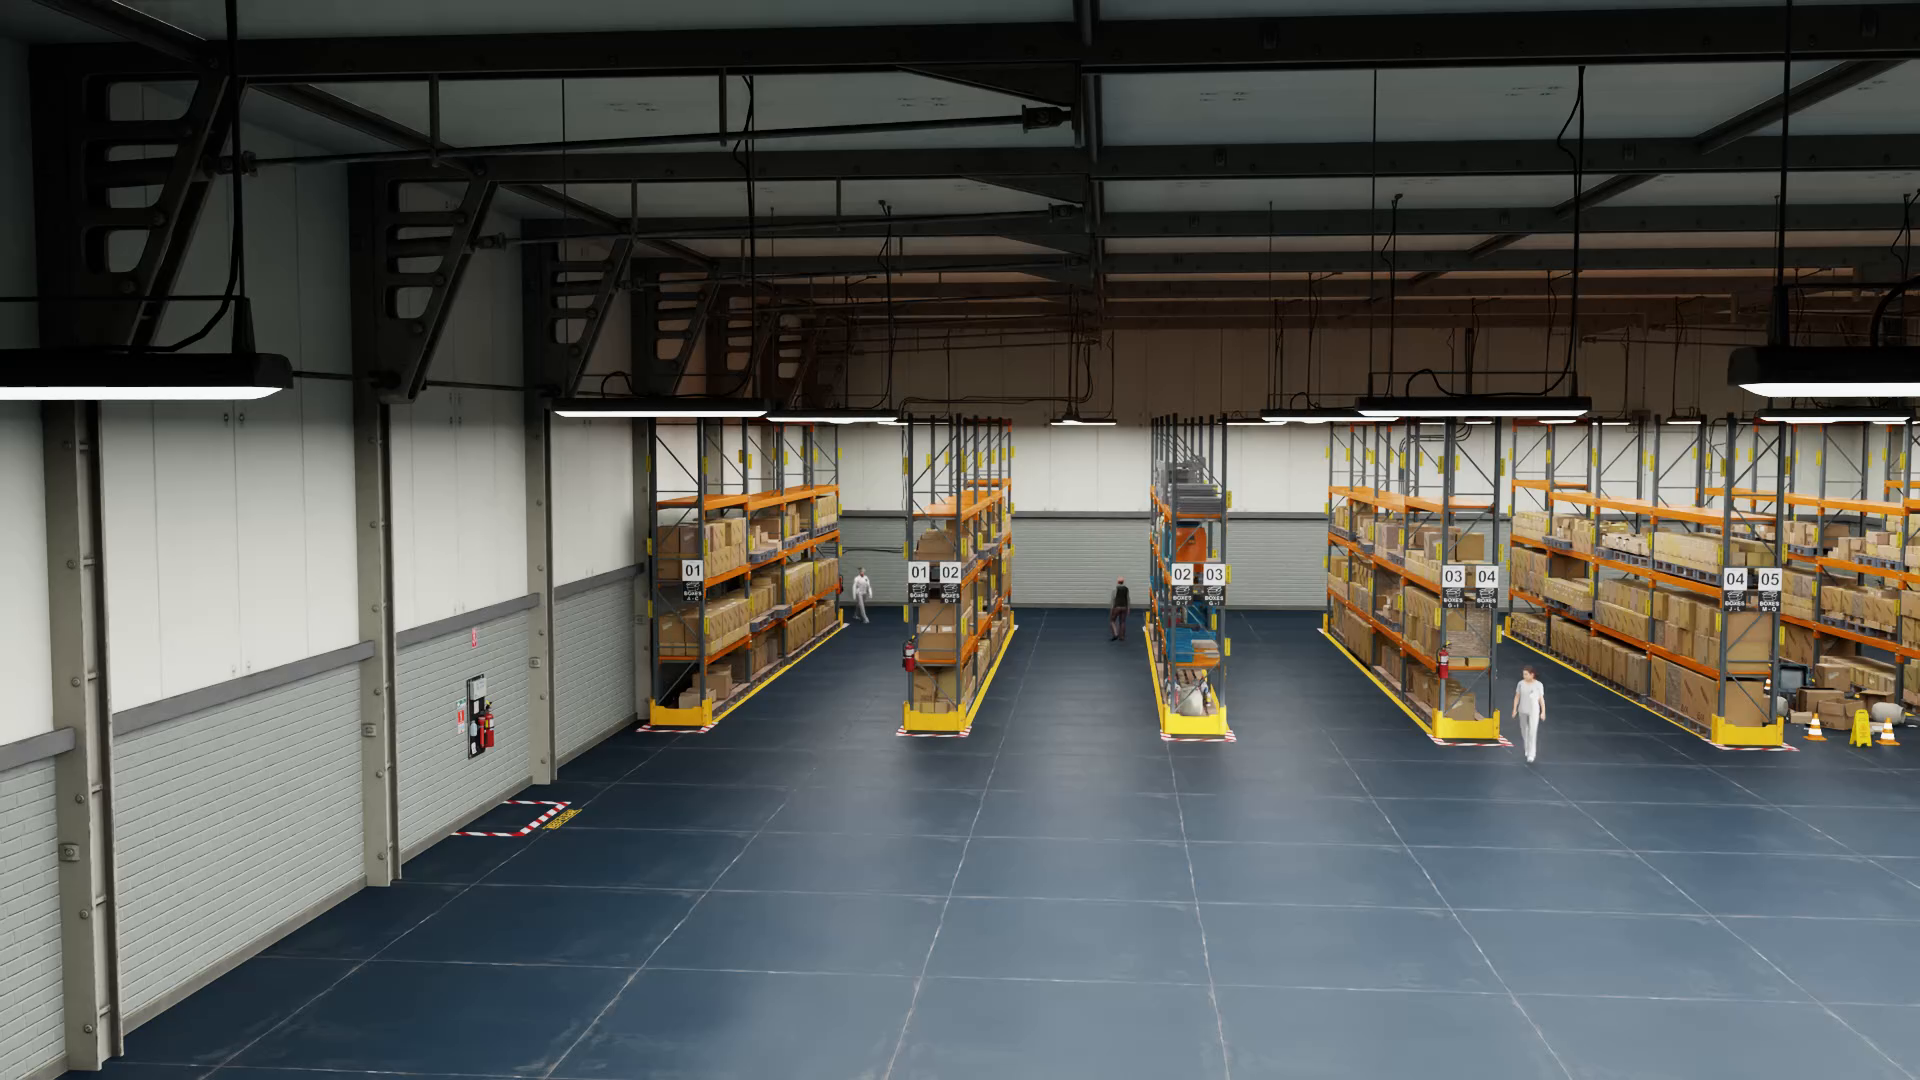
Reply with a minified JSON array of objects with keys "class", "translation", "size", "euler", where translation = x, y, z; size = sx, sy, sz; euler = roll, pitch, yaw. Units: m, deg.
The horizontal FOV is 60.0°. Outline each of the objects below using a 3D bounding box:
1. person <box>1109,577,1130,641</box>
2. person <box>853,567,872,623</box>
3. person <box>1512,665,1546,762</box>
[{"class":"person","translation":[4.298,1.866,44.731],"size":[0.567,1.748,0.390],"euler":[-2,4,-22]},{"class":"person","translation":[-2.885,1.586,49.000],"size":[0.497,1.606,1.074],"euler":[-3,5,-37]},{"class":"person","translation":[9.794,2.978,28.665],"size":[0.497,1.630,0.889],"euler":[3,5,37]}]
